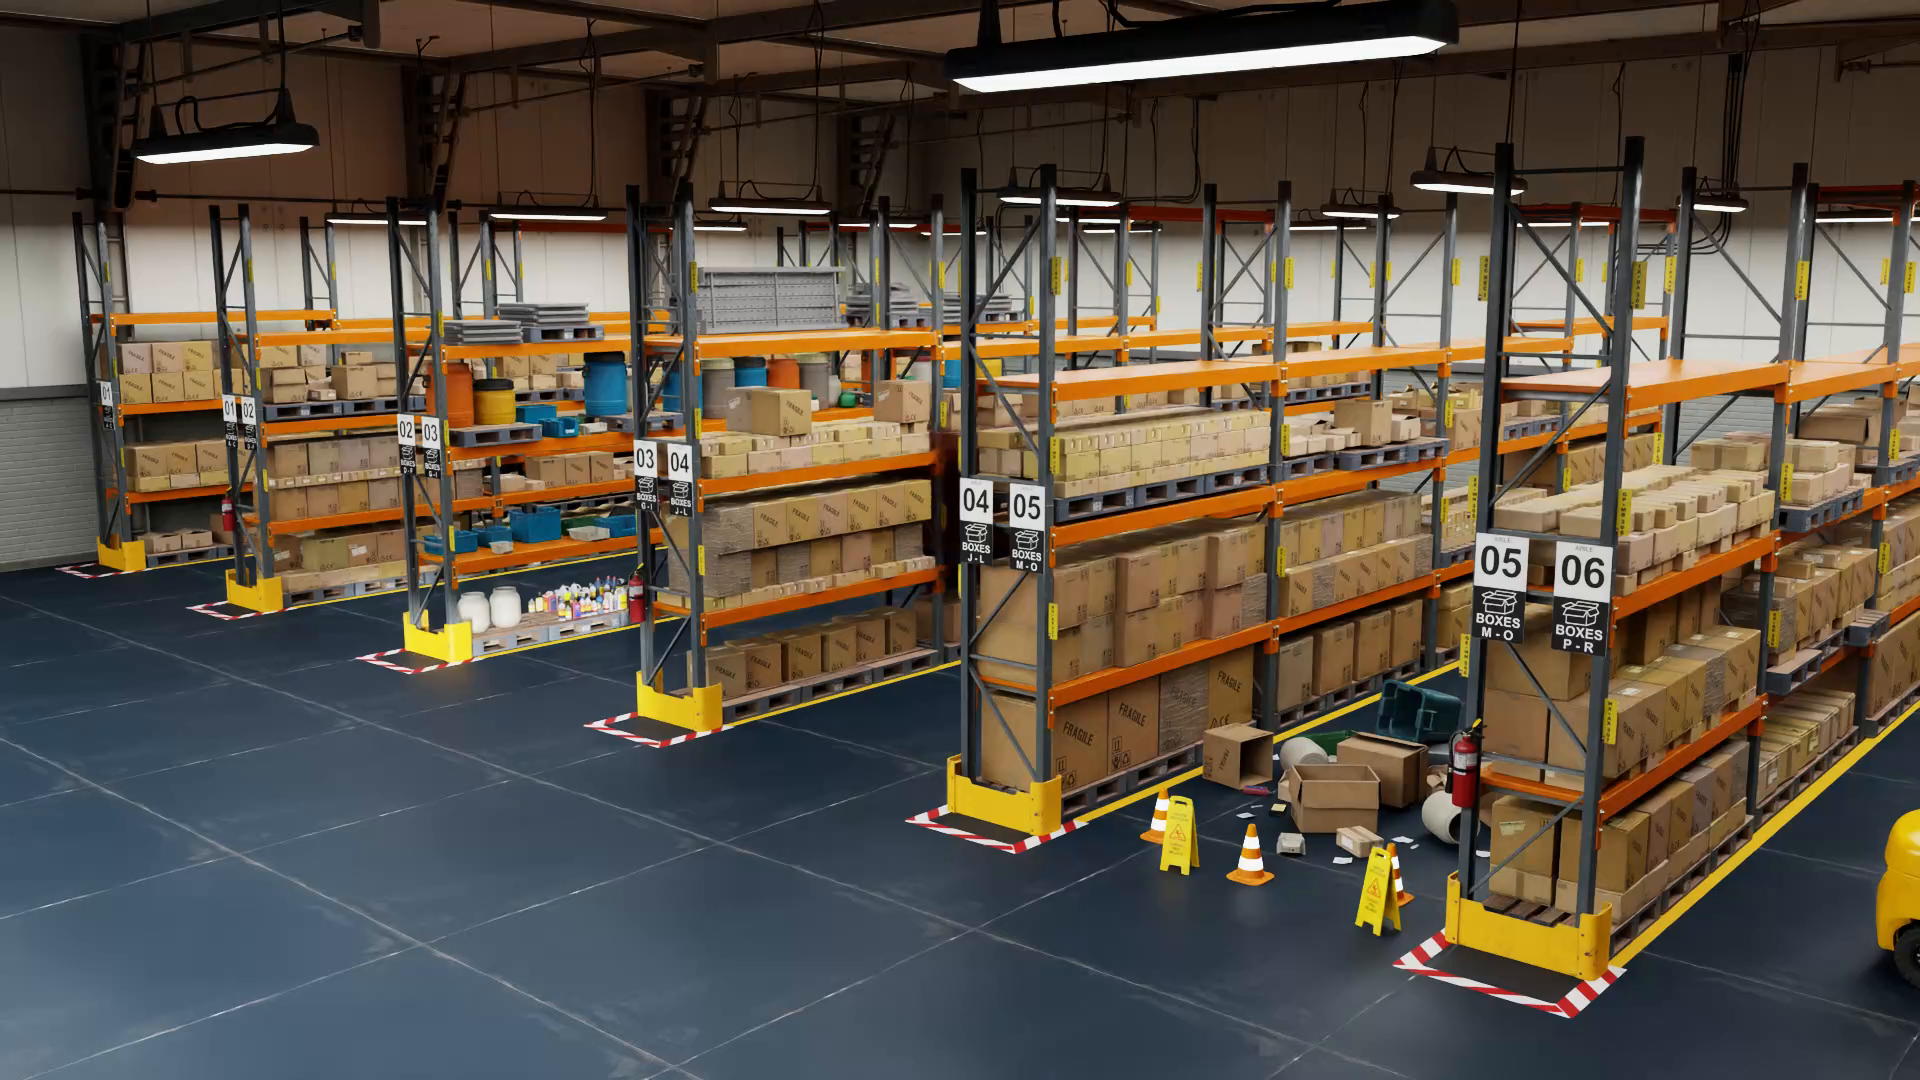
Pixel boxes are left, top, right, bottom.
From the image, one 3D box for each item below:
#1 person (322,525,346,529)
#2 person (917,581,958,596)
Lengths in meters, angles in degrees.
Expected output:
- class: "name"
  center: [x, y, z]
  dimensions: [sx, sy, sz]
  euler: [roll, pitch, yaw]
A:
- class: "person"
  center: [-11.311, -0.554, 29.821]
  dimensions: [0.514, 1.605, 0.417]
  euler: [-7, 12, -37]
- class: "person"
  center: [-0.244, -0.005, 24.599]
  dimensions: [0.535, 1.596, 0.987]
  euler: [7, 12, 38]
